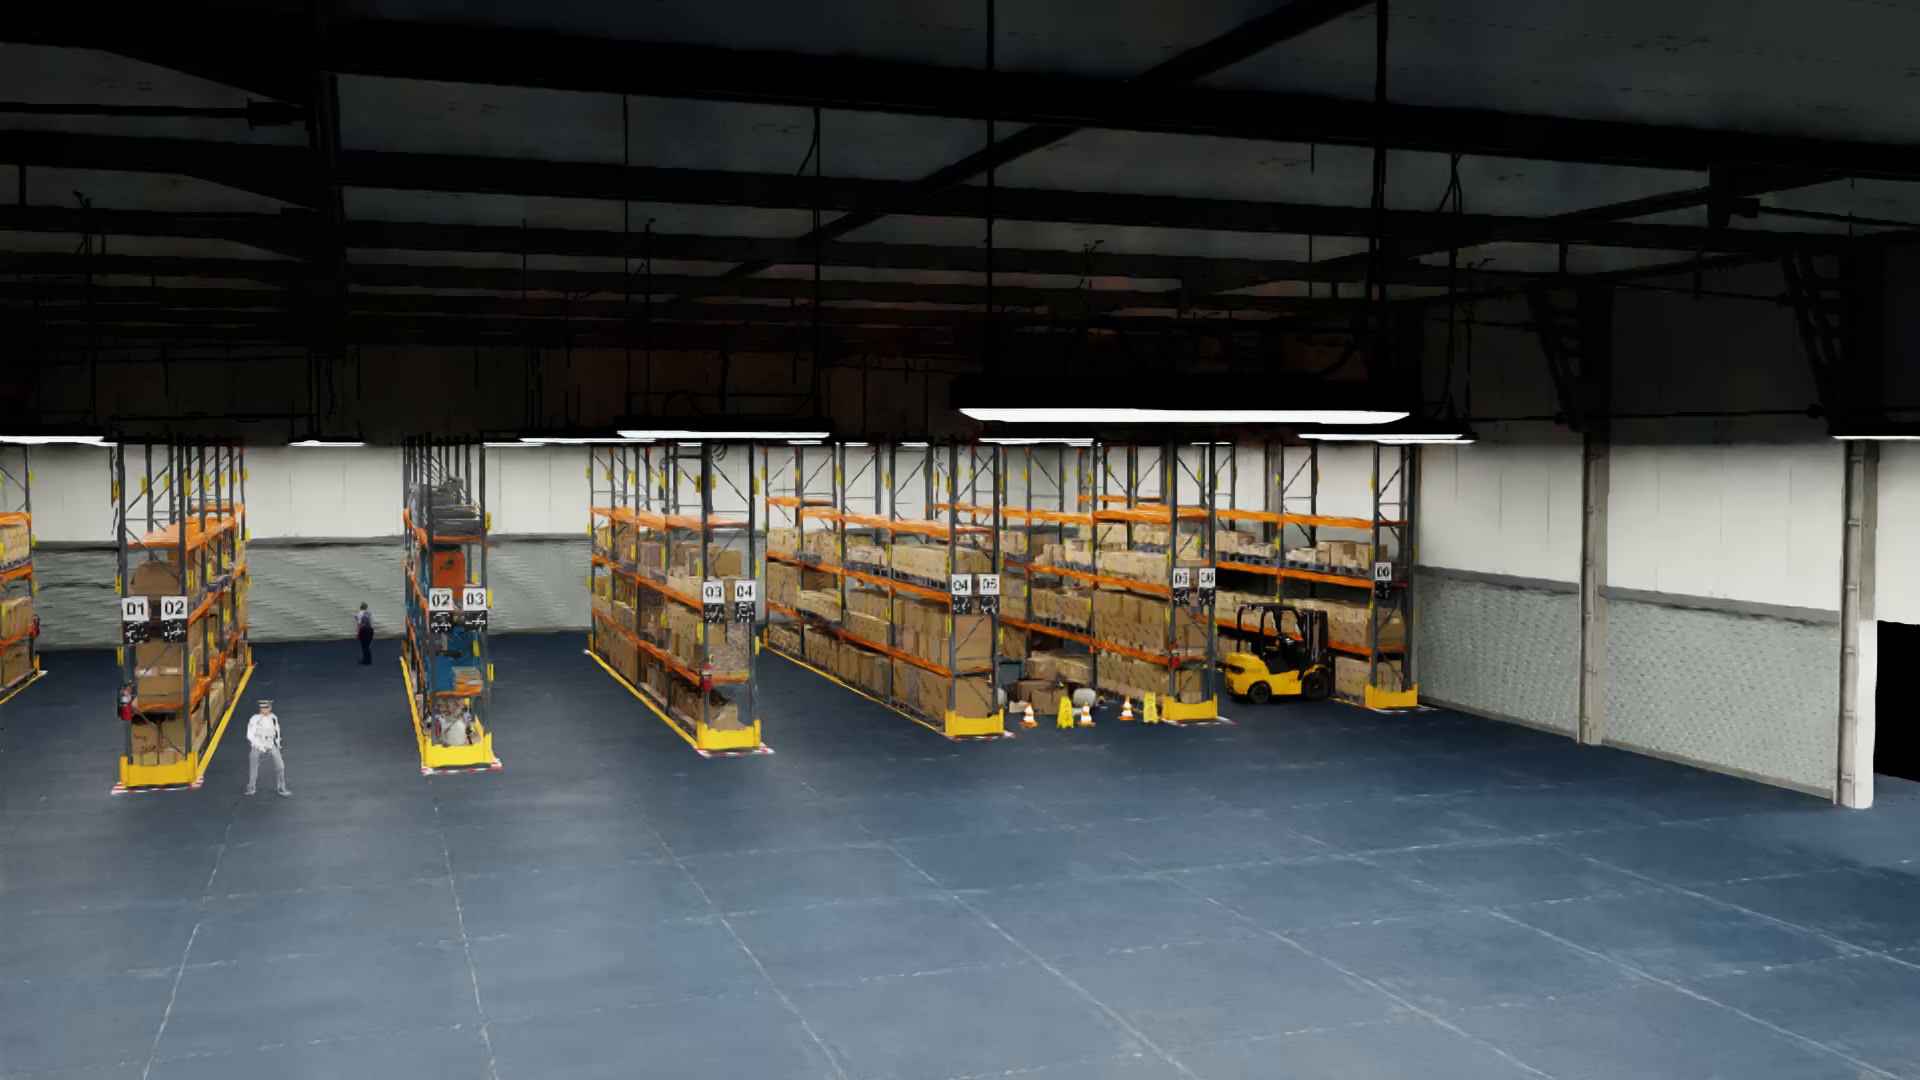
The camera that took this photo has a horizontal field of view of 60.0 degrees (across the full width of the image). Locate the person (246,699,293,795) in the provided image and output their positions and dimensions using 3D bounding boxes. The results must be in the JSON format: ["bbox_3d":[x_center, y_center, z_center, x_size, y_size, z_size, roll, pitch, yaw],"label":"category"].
[{"bbox_3d":[-11.414,3.394,27.307,0.638,1.615,0.774,-3,4,-40],"label":"person"}]

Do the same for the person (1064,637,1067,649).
[{"bbox_3d":[2.737,2.314,46.261,0.551,1.665,0.574,1,3,11],"label":"person"}]

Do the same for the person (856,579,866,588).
[{"bbox_3d":[-3.043,2.014,51.755,0.576,1.655,0.491,2,4,35],"label":"person"}]

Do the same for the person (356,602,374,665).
[{"bbox_3d":[-15.738,2.458,43.888,0.546,1.644,0.592,1,3,12],"label":"person"}]
